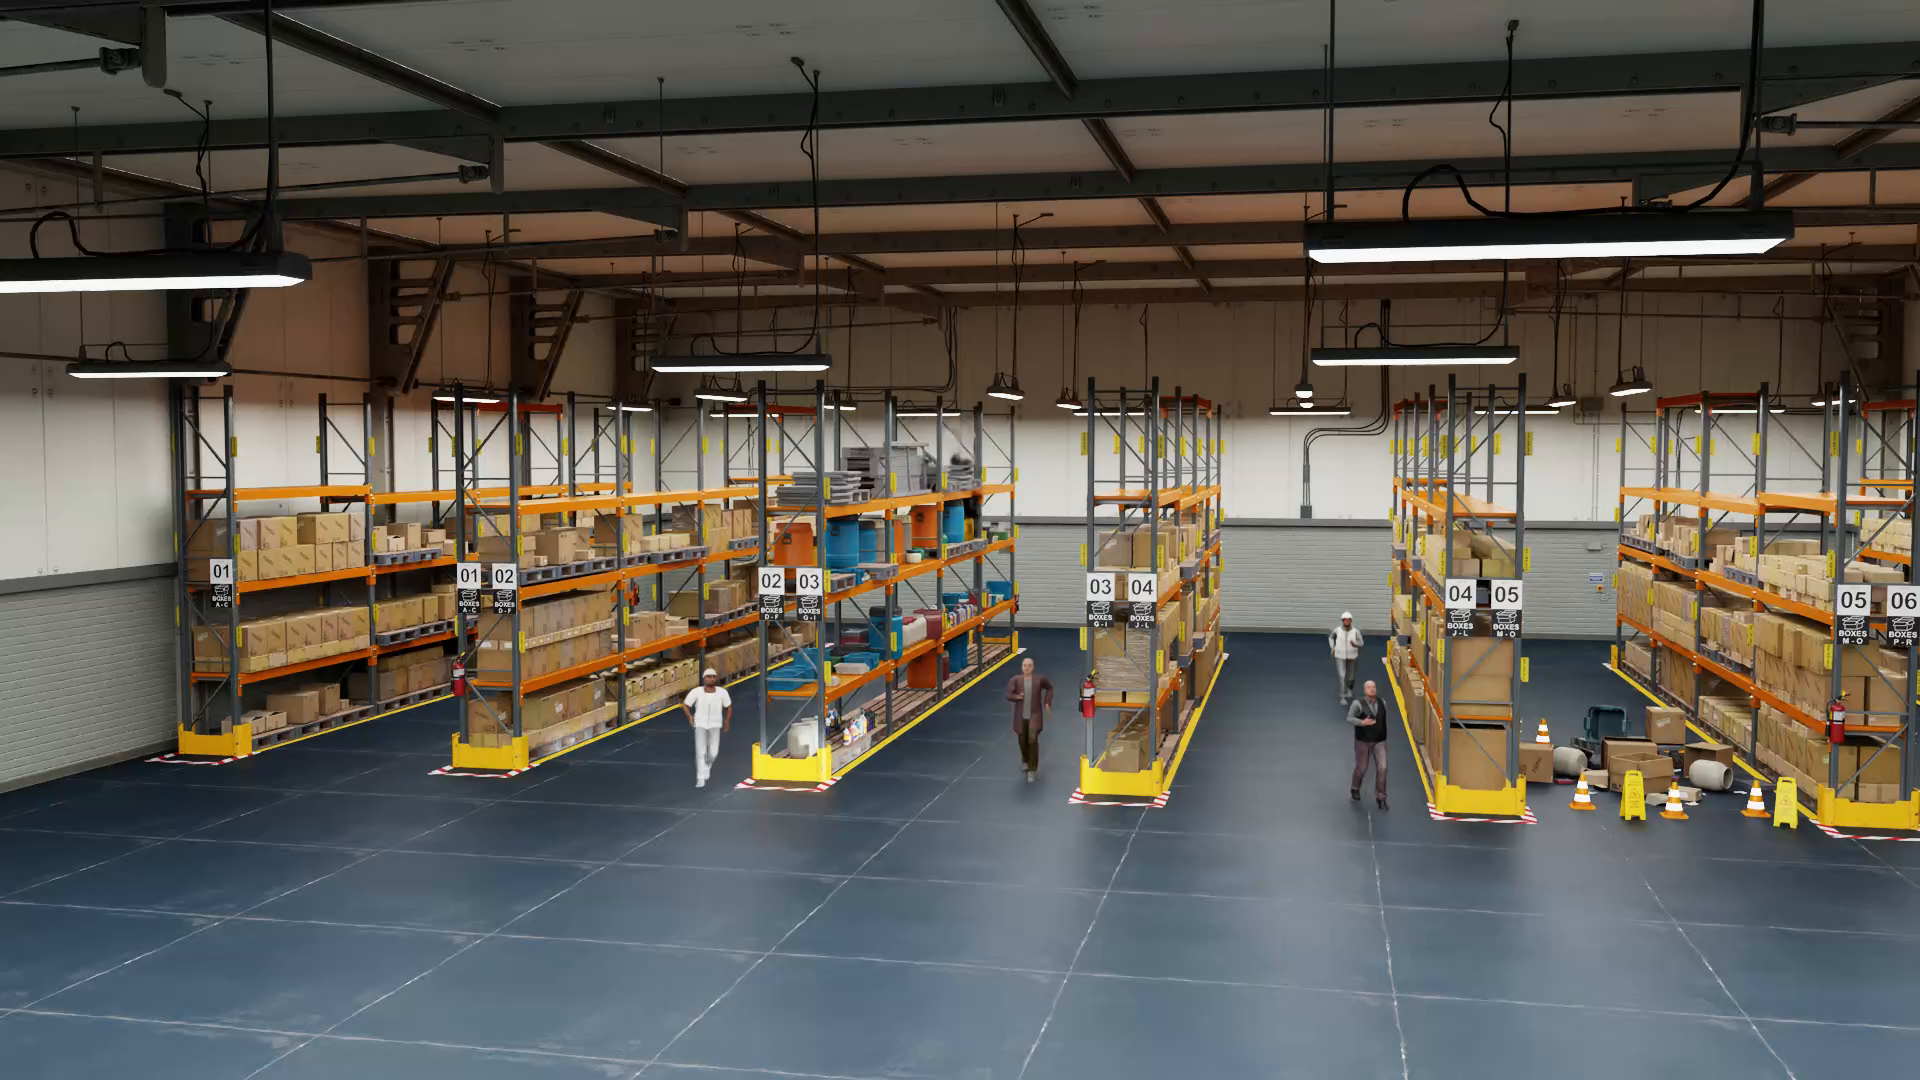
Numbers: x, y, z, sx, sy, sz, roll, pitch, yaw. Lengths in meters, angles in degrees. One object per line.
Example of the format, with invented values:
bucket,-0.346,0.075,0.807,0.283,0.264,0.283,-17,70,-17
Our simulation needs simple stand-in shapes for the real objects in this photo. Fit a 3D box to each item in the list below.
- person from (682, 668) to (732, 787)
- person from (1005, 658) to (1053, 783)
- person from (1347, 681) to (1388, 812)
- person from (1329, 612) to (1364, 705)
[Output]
person,-3.727,2.769,24.574,0.732,1.732,0.508,-1,3,-11
person,1.036,2.702,25.154,0.677,1.846,0.865,1,3,13
person,5.687,2.847,23.134,0.652,1.788,0.773,0,3,-3
person,7.511,2.284,32.328,0.656,1.758,0.962,0,3,9
